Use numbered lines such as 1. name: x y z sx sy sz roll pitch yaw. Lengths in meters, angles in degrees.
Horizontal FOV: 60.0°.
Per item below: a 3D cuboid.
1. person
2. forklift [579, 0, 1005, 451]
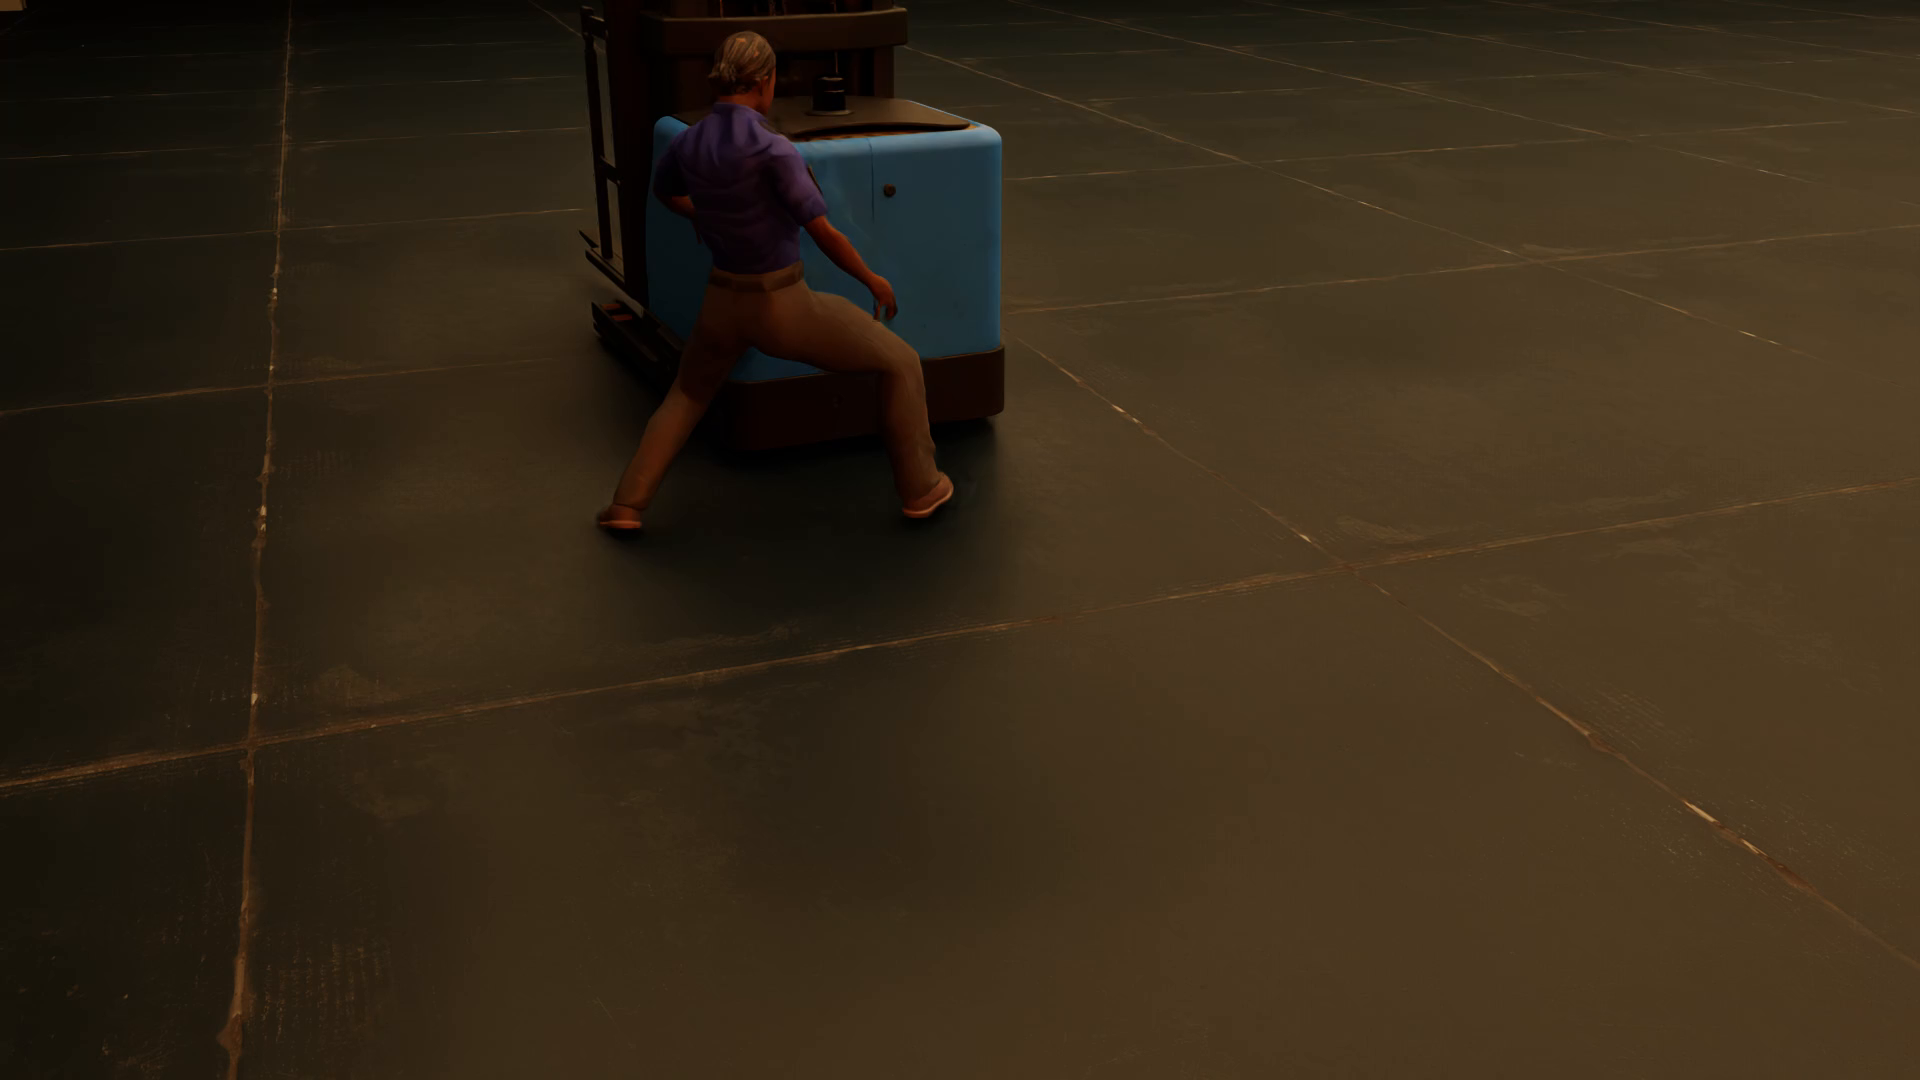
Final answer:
1. person: -0.587 -0.743 4.995 0.933 1.522 0.868 15 27 32
2. forklift: -0.916 -2.189 6.504 1.130 2.935 3.031 -10 25 -23
